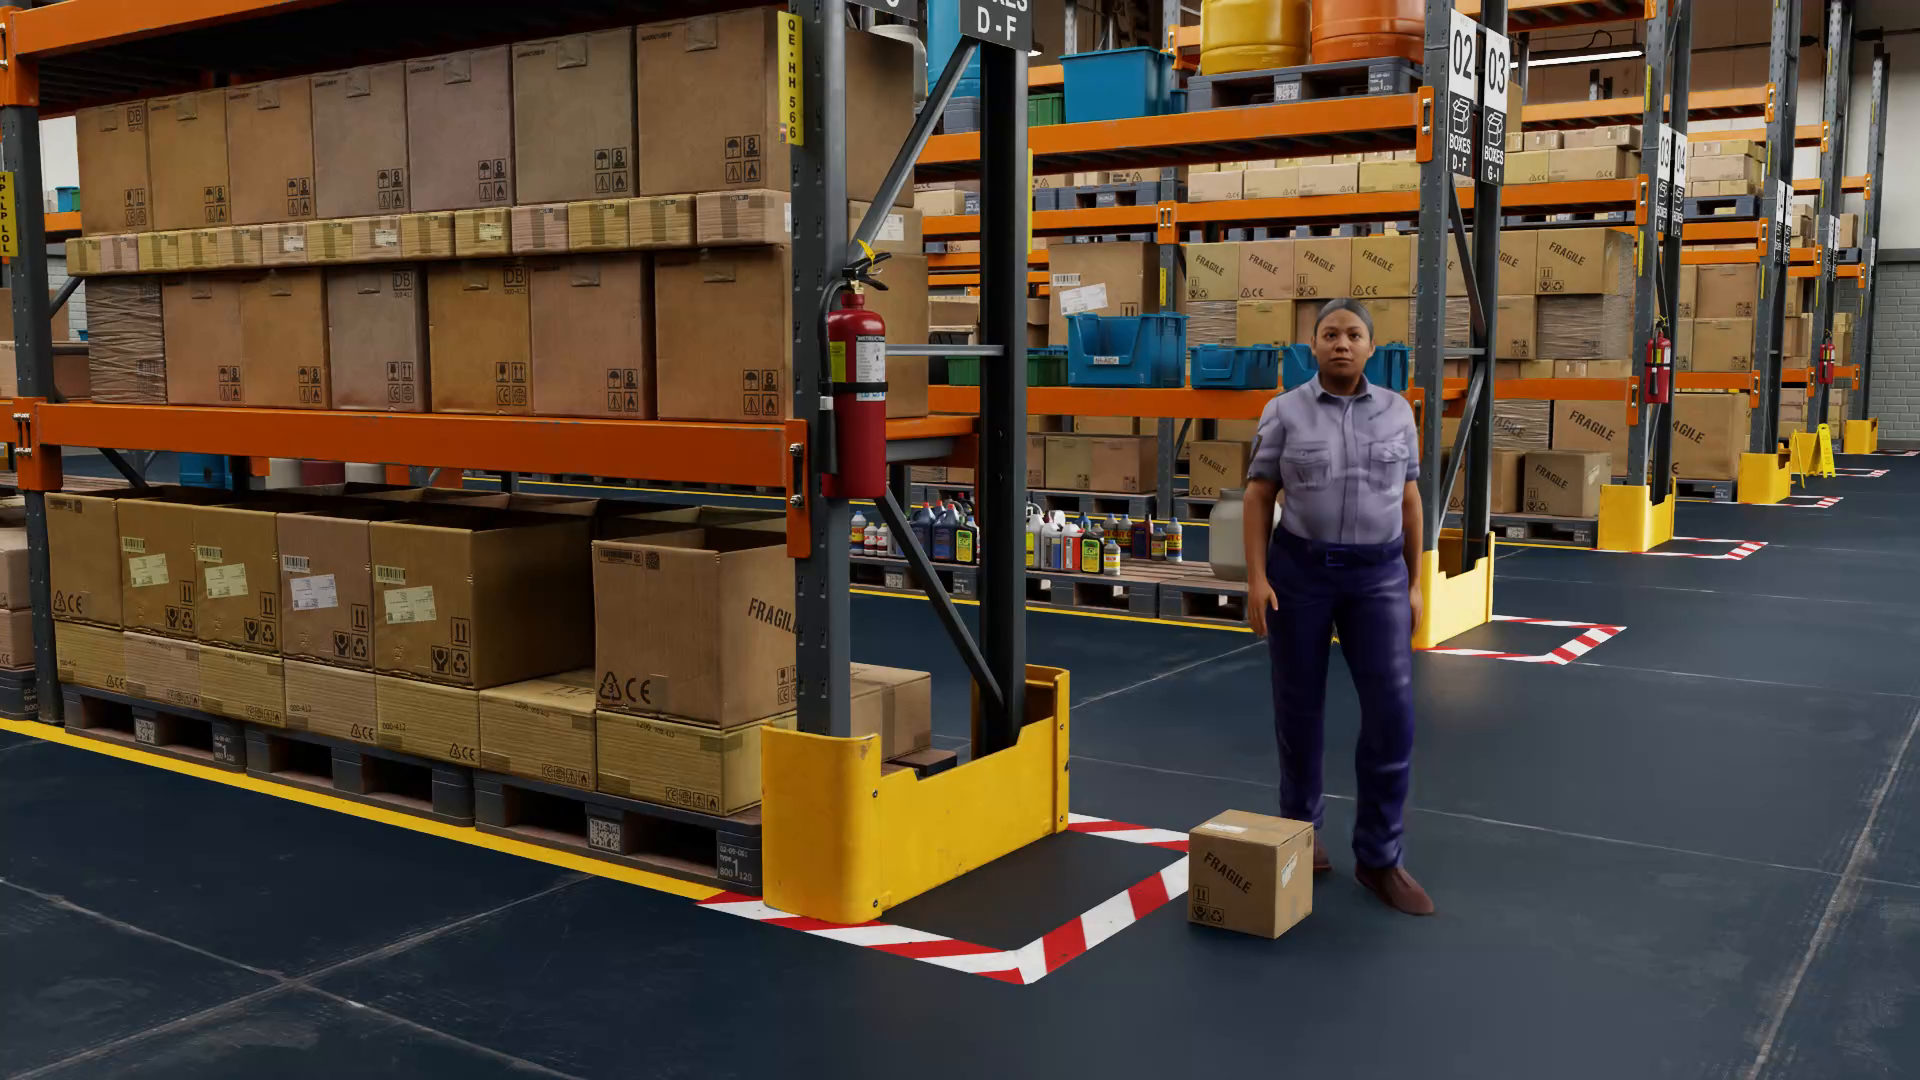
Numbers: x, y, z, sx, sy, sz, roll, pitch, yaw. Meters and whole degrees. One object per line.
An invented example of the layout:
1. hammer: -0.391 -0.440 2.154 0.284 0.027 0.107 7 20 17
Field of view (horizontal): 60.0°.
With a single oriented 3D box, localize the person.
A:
1. person: 1.054 0.169 4.658 0.523 1.687 0.554 1 6 6
